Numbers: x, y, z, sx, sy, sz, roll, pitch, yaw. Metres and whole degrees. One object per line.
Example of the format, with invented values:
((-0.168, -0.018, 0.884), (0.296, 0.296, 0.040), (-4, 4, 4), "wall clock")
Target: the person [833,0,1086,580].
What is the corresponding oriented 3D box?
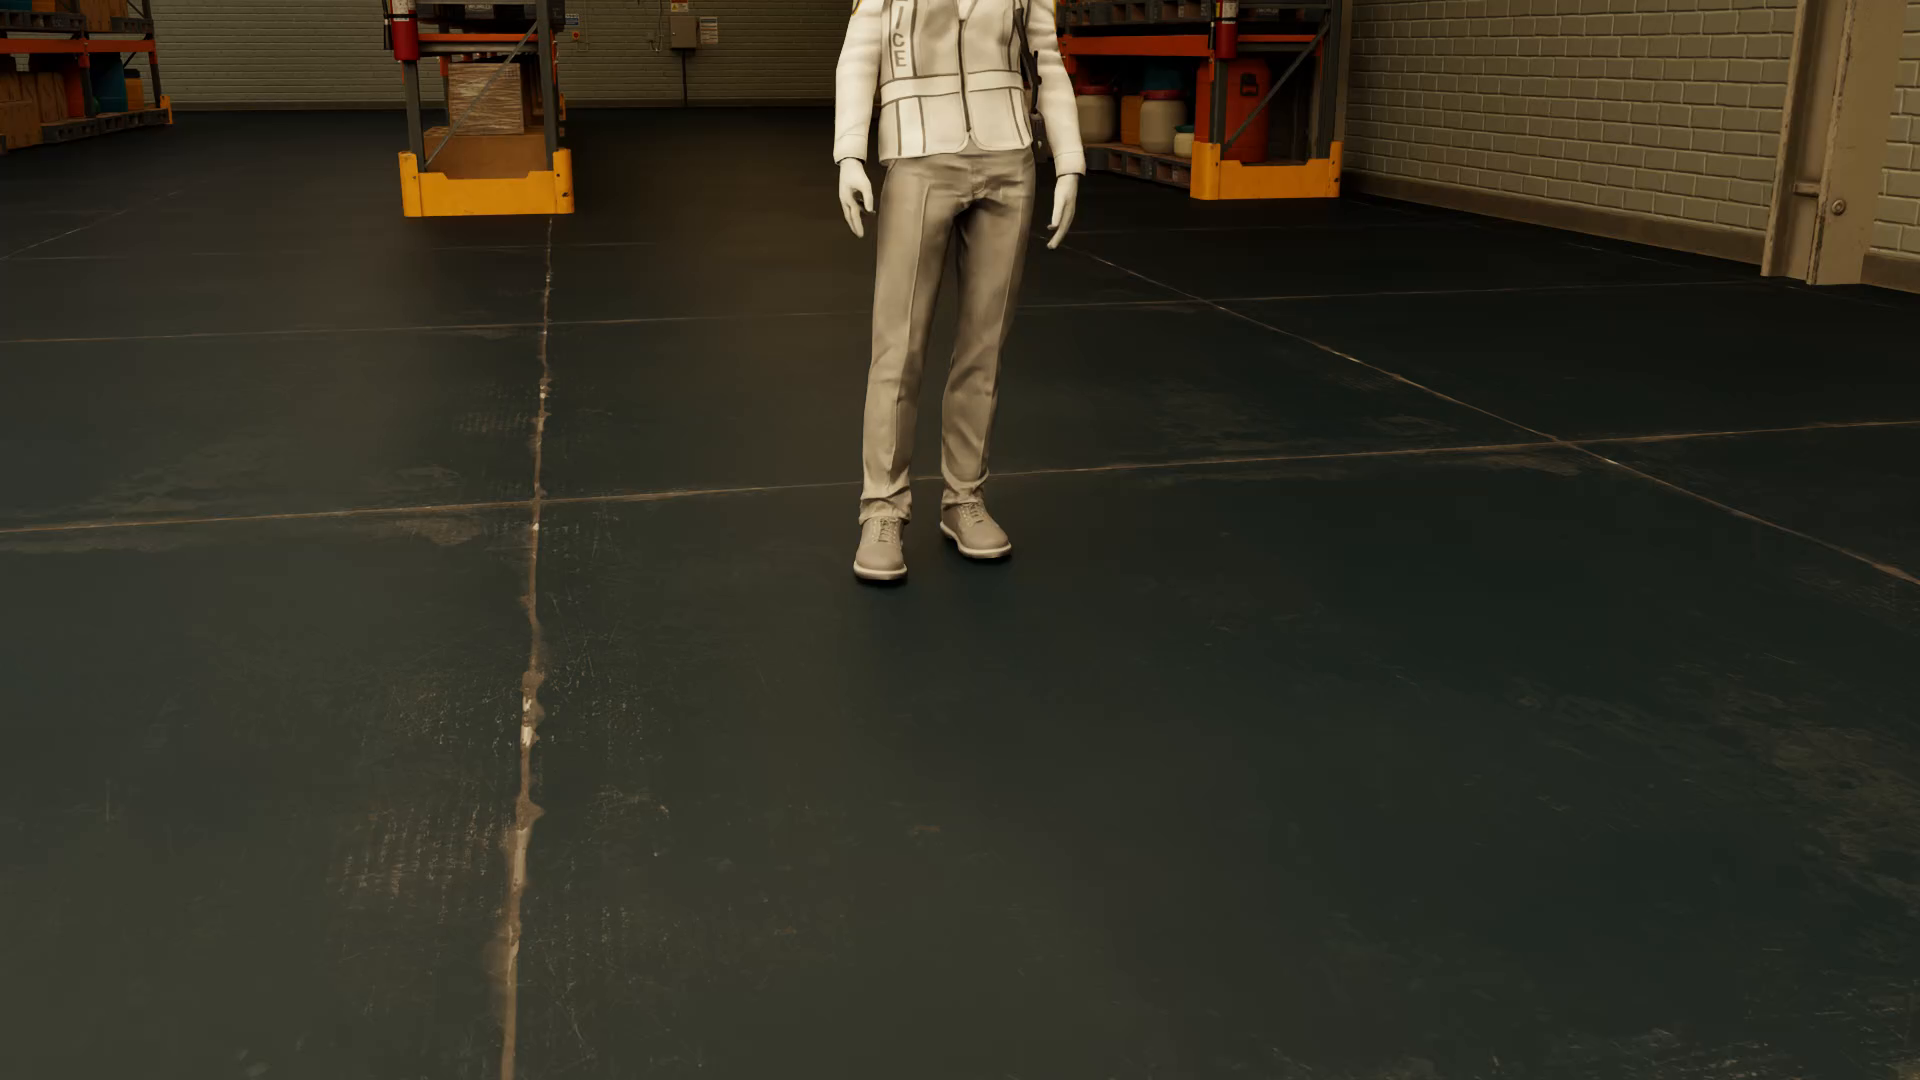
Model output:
((0.009, -0.800, 3.707), (0.588, 1.695, 0.531), (-4, 17, -12), "person")
